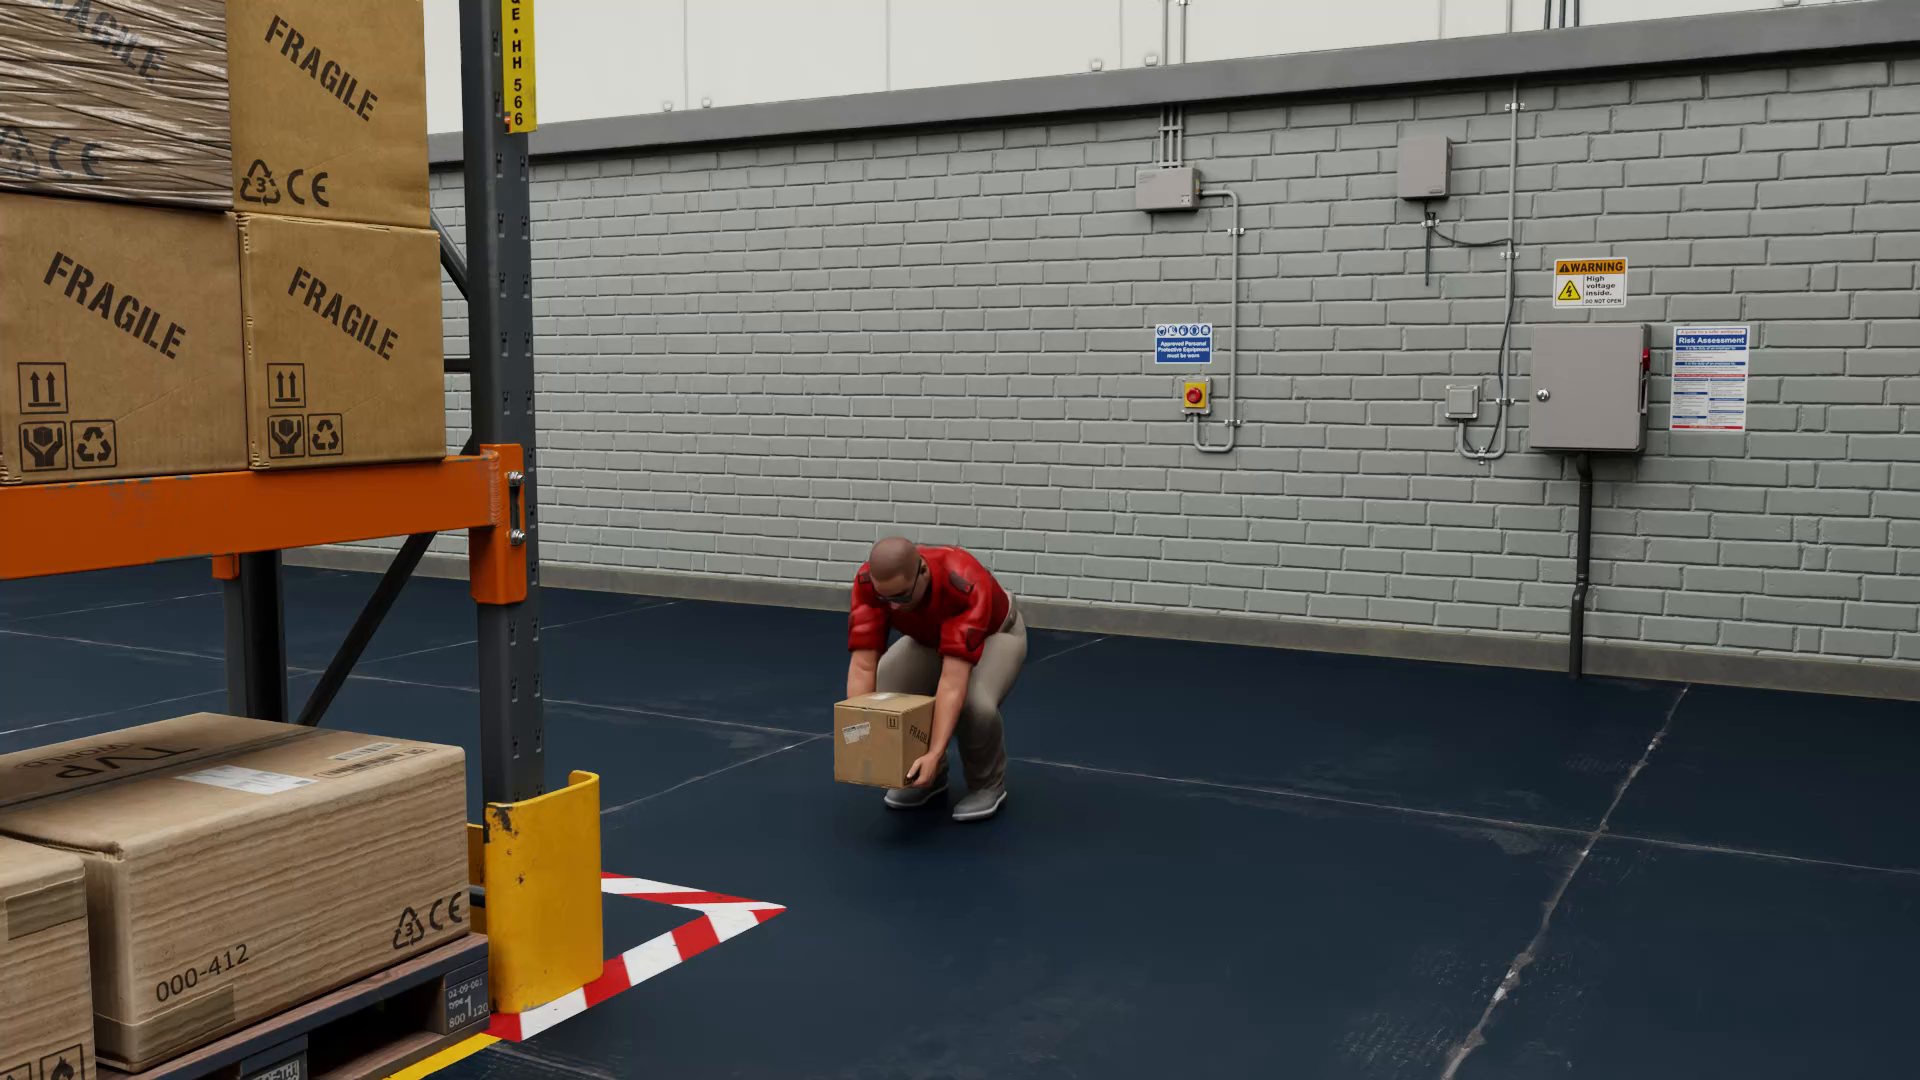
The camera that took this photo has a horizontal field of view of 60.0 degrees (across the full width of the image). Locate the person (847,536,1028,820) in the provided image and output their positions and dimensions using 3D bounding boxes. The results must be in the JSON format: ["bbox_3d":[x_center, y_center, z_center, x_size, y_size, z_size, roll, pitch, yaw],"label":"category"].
[{"bbox_3d":[-0.083,0.444,5.572,0.533,0.986,0.892,3,7,27],"label":"person"}]
